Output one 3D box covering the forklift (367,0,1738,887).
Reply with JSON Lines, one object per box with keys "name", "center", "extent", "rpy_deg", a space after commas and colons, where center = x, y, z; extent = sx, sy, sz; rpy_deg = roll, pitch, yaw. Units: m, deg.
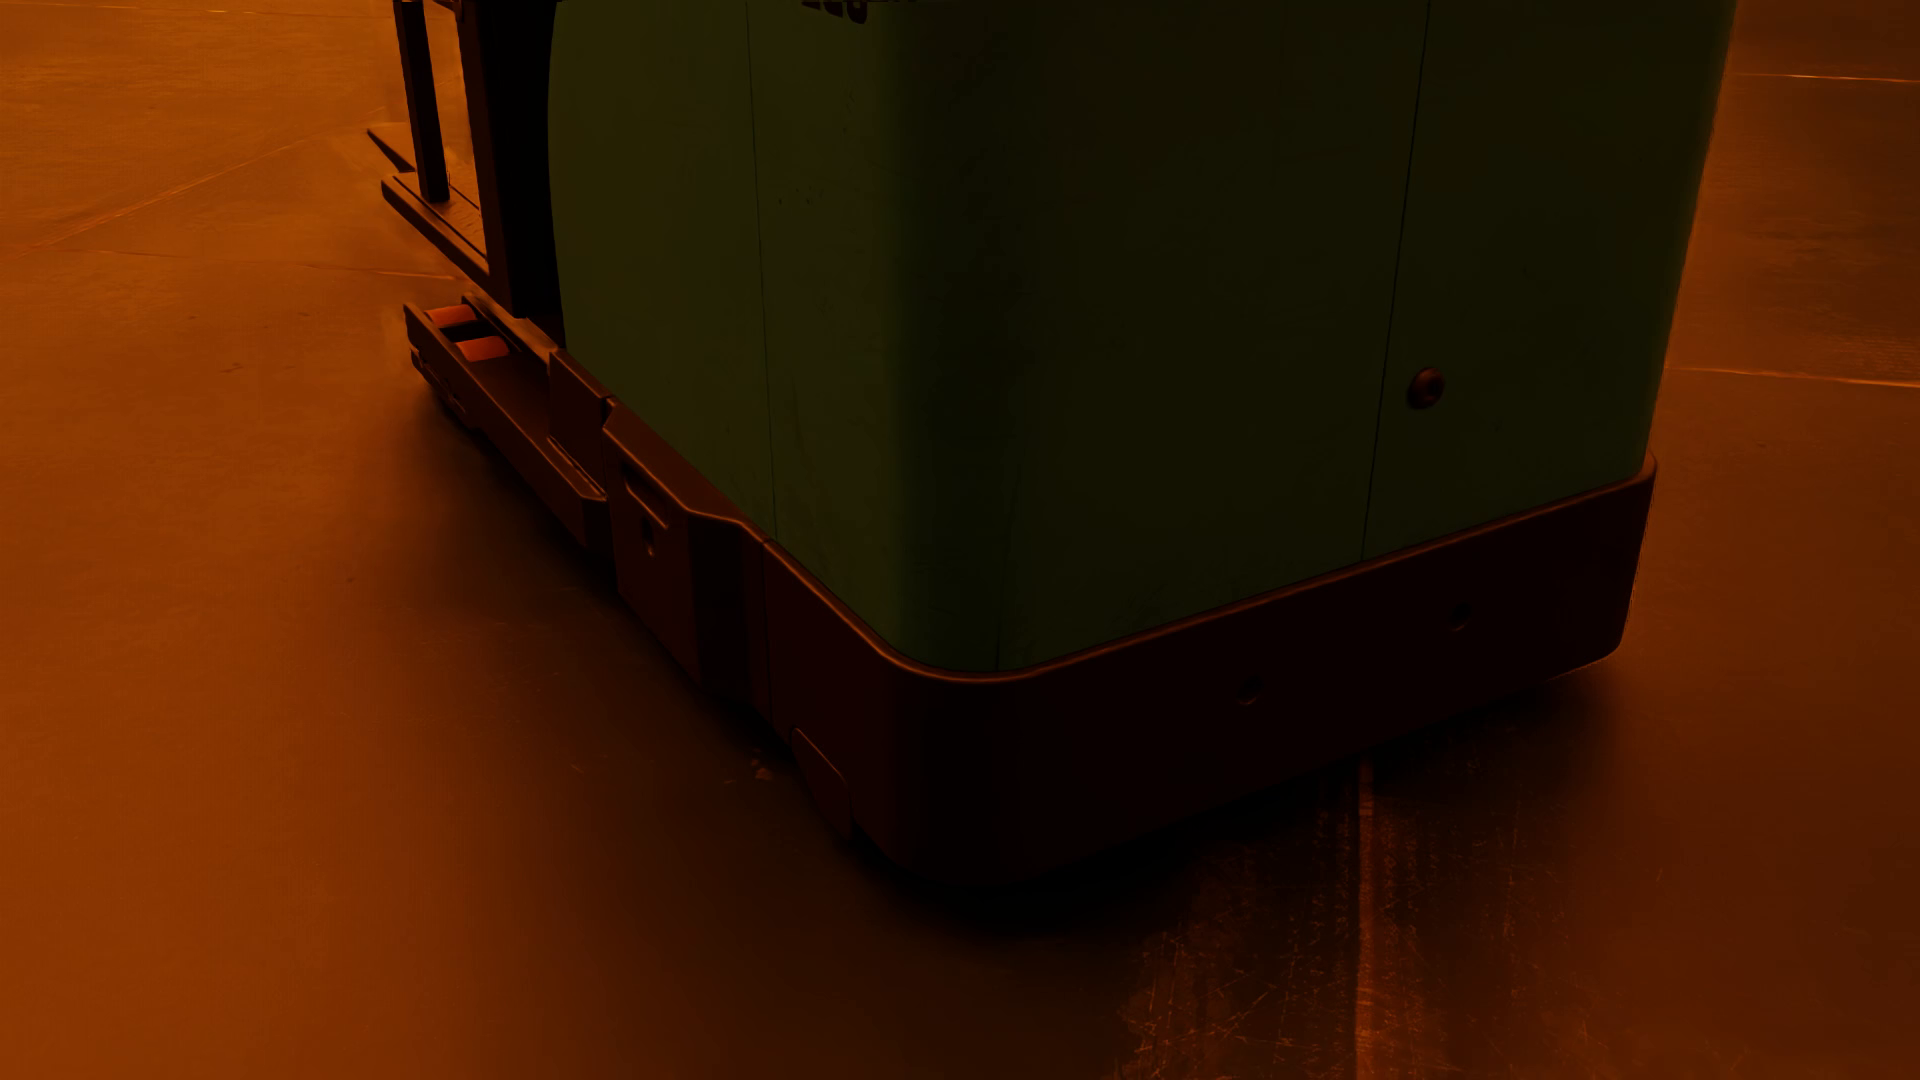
{"name": "forklift", "center": [-0.343, -1.588, 2.393], "extent": [1.130, 2.935, 3.031], "rpy_deg": [-15, 30, -27]}
